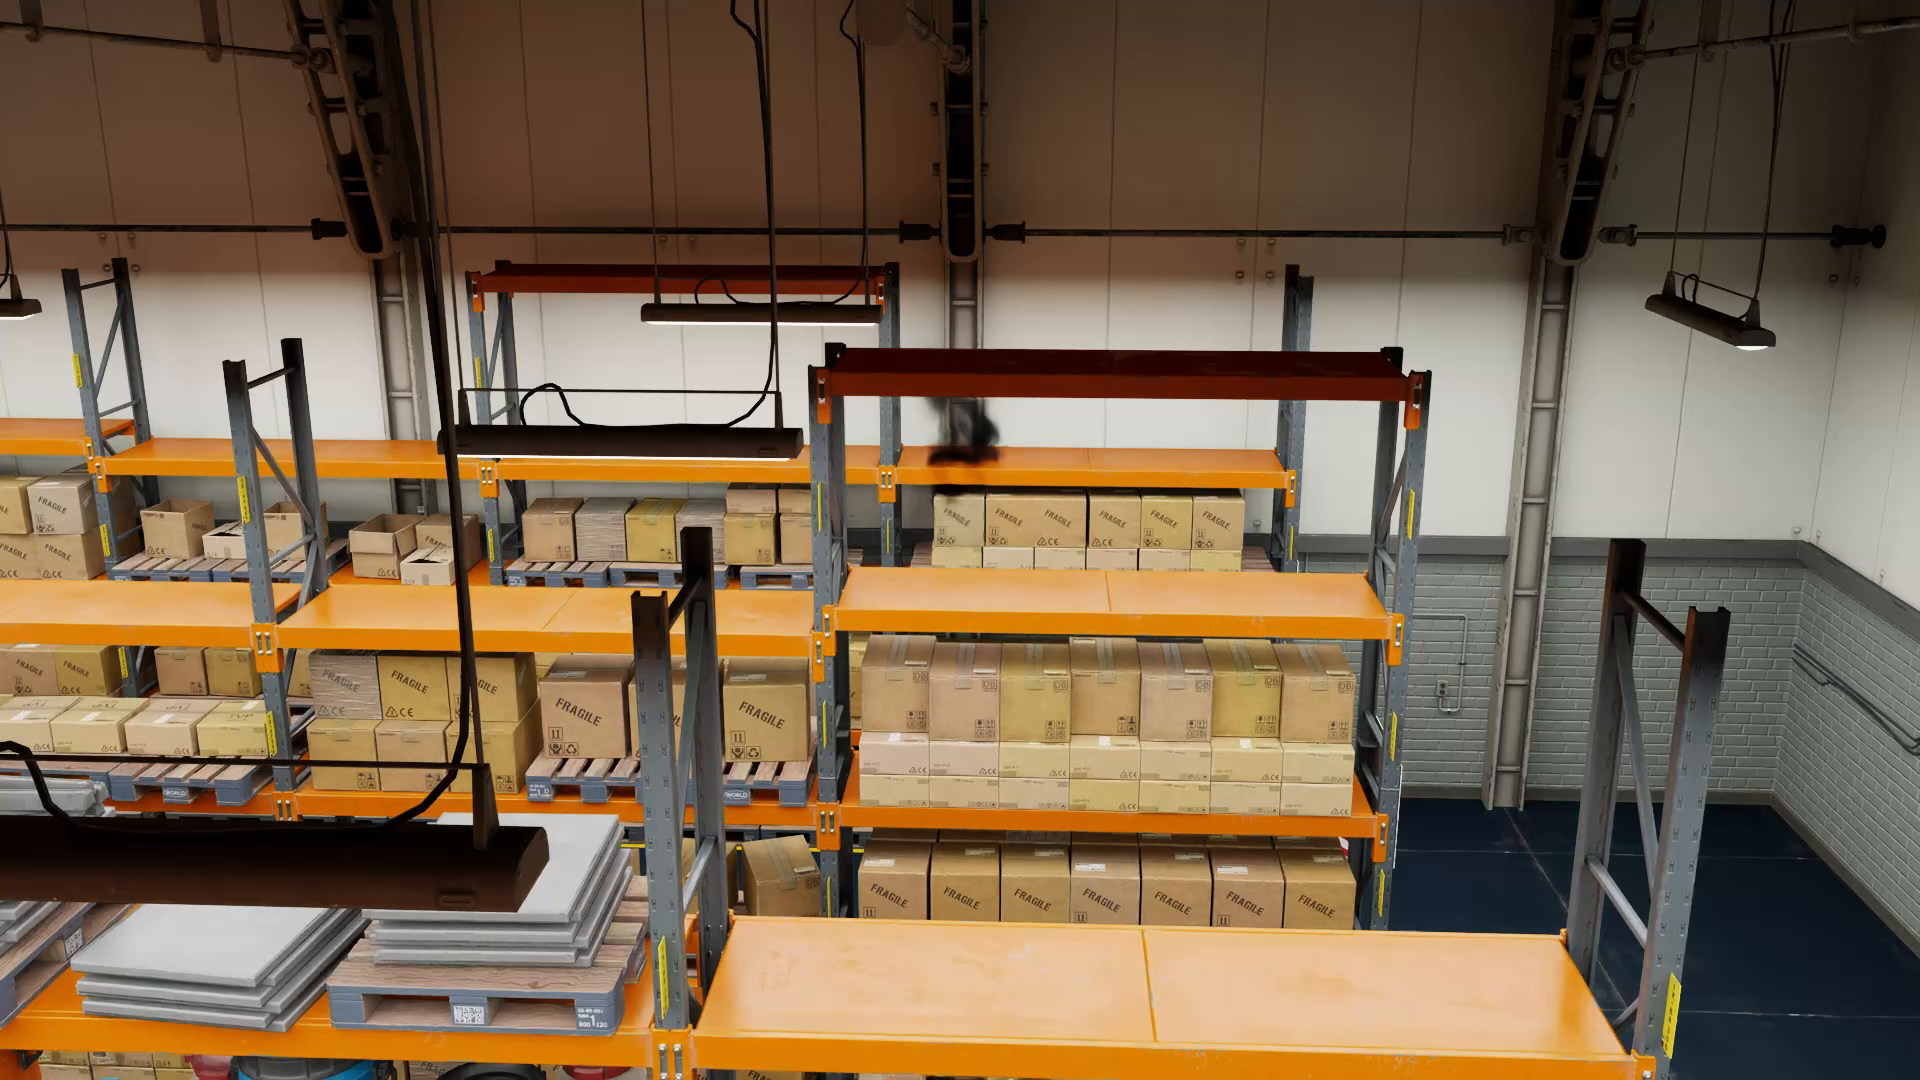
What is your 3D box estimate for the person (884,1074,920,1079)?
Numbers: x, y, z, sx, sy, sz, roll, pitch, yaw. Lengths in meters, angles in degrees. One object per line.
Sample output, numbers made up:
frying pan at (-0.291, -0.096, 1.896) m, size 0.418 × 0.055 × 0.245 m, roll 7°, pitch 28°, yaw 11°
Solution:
person at (-0.376, 4.205, 10.997) m, size 0.833 × 1.736 × 0.716 m, roll -1°, pitch 16°, yaw -4°
